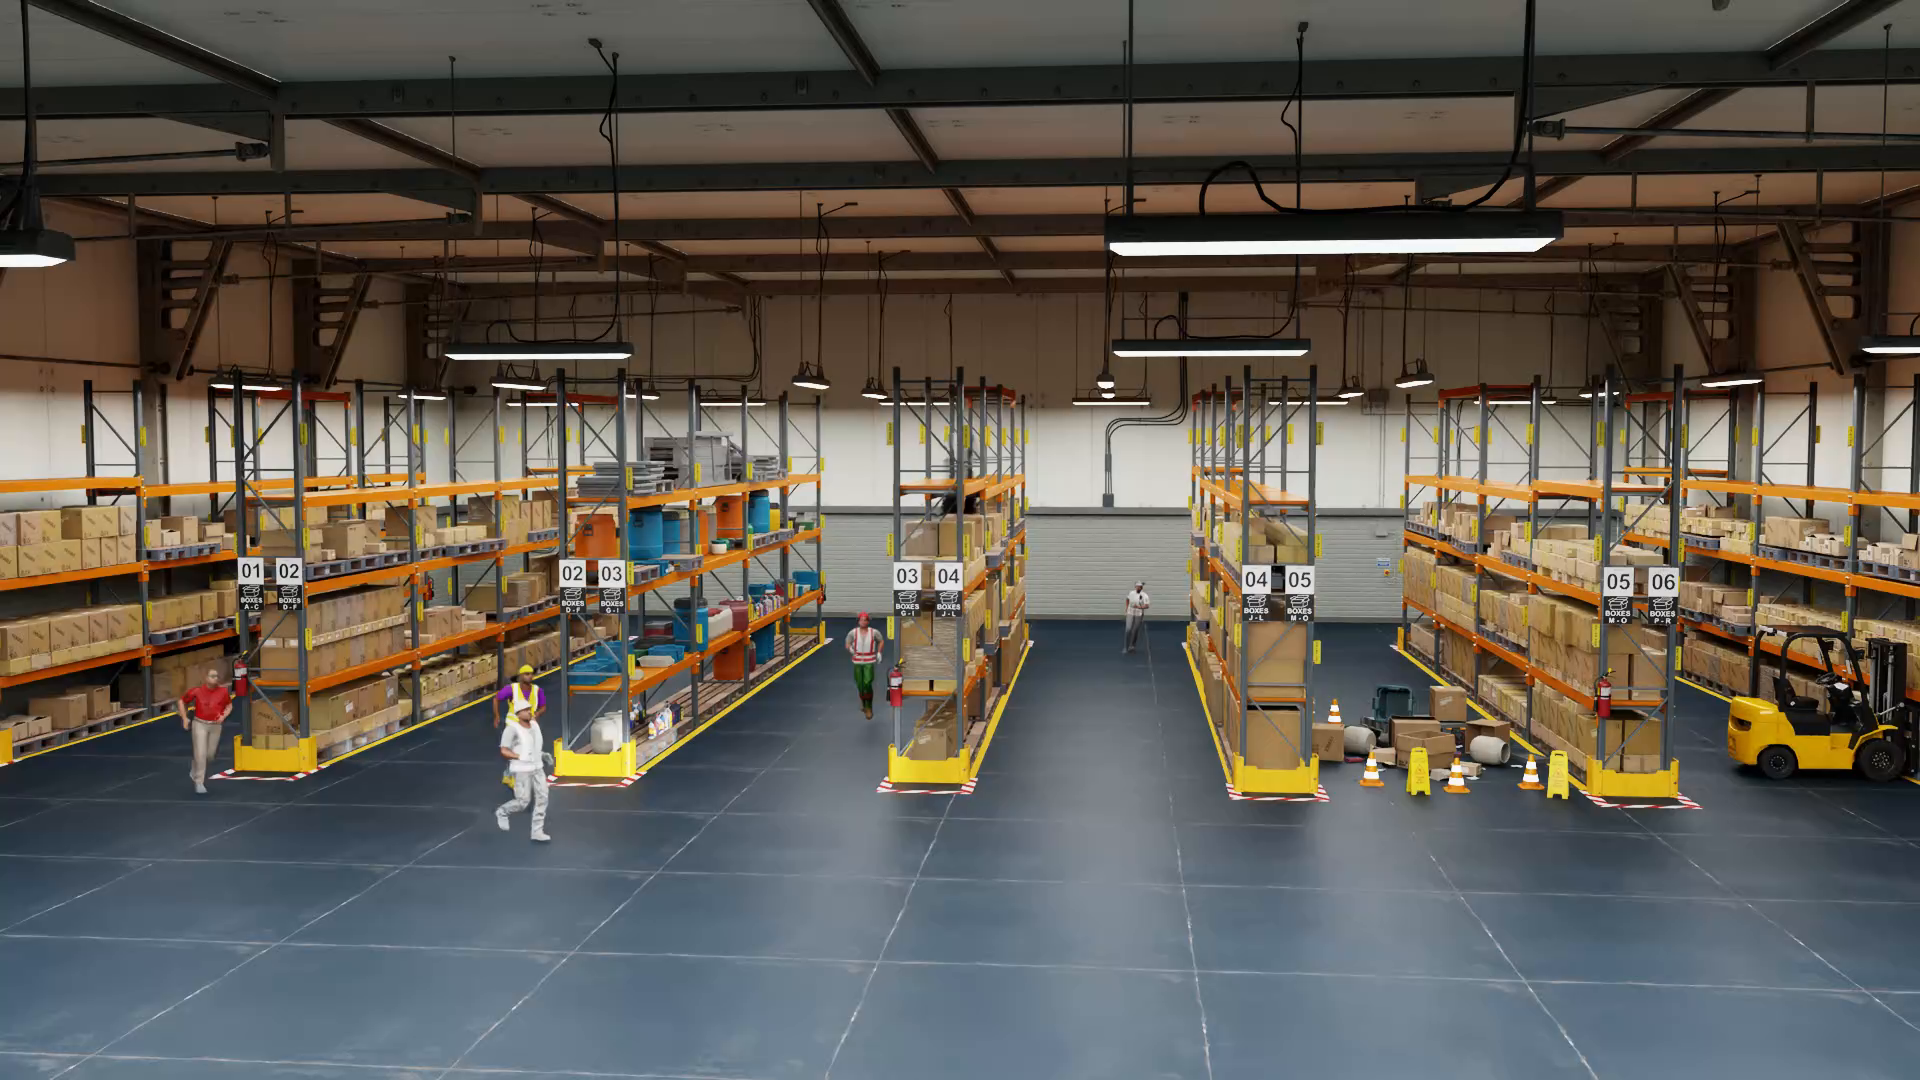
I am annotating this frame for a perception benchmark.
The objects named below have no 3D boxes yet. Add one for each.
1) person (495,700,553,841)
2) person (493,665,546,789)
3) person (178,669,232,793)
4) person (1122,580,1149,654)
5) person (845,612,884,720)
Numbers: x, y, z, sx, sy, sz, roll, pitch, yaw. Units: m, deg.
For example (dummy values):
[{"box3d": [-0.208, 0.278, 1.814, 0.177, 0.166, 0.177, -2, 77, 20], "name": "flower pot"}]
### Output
[{"box3d": [-5.401, 2.849, 20.640, 0.789, 1.746, 0.692, 2, 4, 30], "name": "person"}, {"box3d": [-6.233, 2.648, 23.714, 0.713, 1.717, 0.685, -3, 5, -39], "name": "person"}, {"box3d": [-10.769, 2.706, 23.787, 0.713, 1.725, 0.831, -3, 5, -43], "name": "person"}, {"box3d": [4.104, 1.786, 38.596, 0.601, 1.738, 0.762, 1, 4, 14], "name": "person"}, {"box3d": [-1.667, 2.155, 28.606, 0.635, 1.823, 0.746, 0, 4, 7], "name": "person"}]
